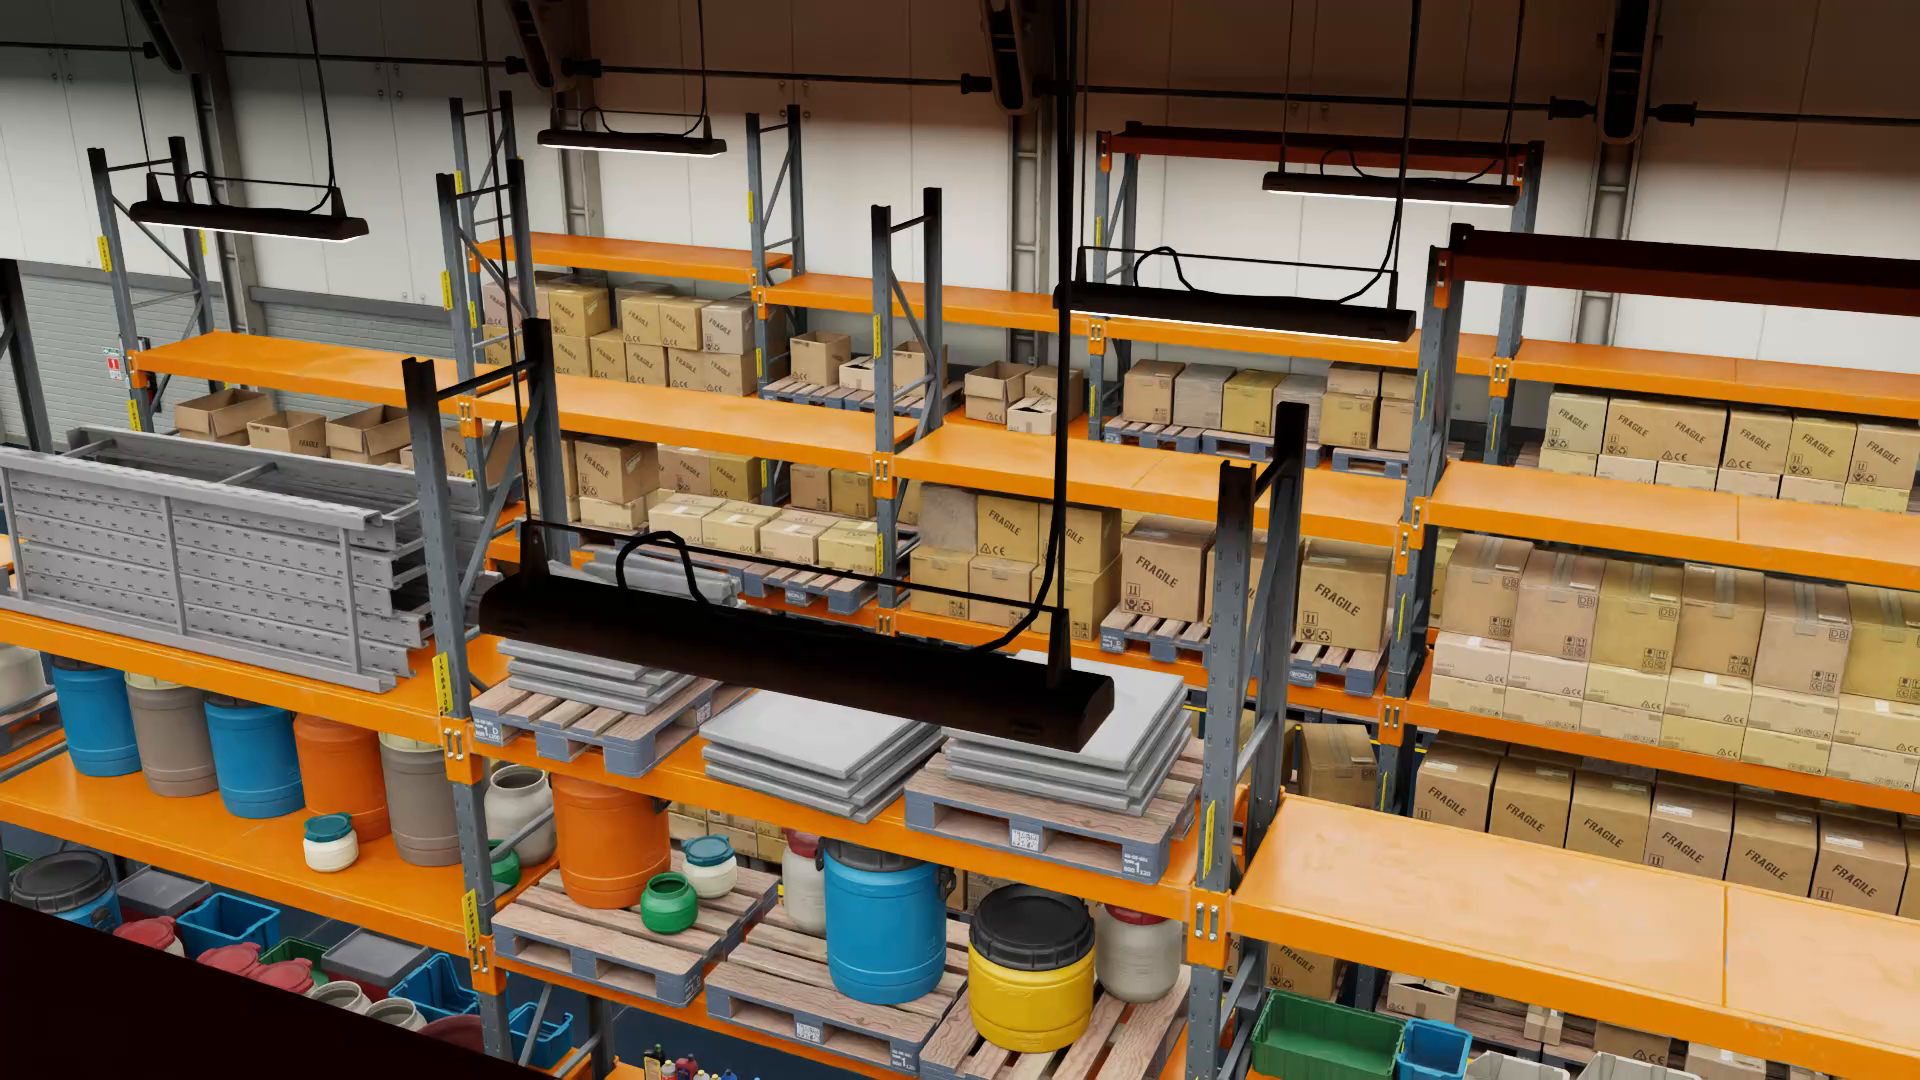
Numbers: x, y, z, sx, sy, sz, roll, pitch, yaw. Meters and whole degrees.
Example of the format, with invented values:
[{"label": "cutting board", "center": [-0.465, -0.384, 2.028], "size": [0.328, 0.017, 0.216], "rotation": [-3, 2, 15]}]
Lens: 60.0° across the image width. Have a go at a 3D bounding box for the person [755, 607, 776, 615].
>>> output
[{"label": "person", "center": [-1.976, 1.390, 16.713], "size": [0.441, 1.585, 0.456], "rotation": [11, 23, 28]}]
